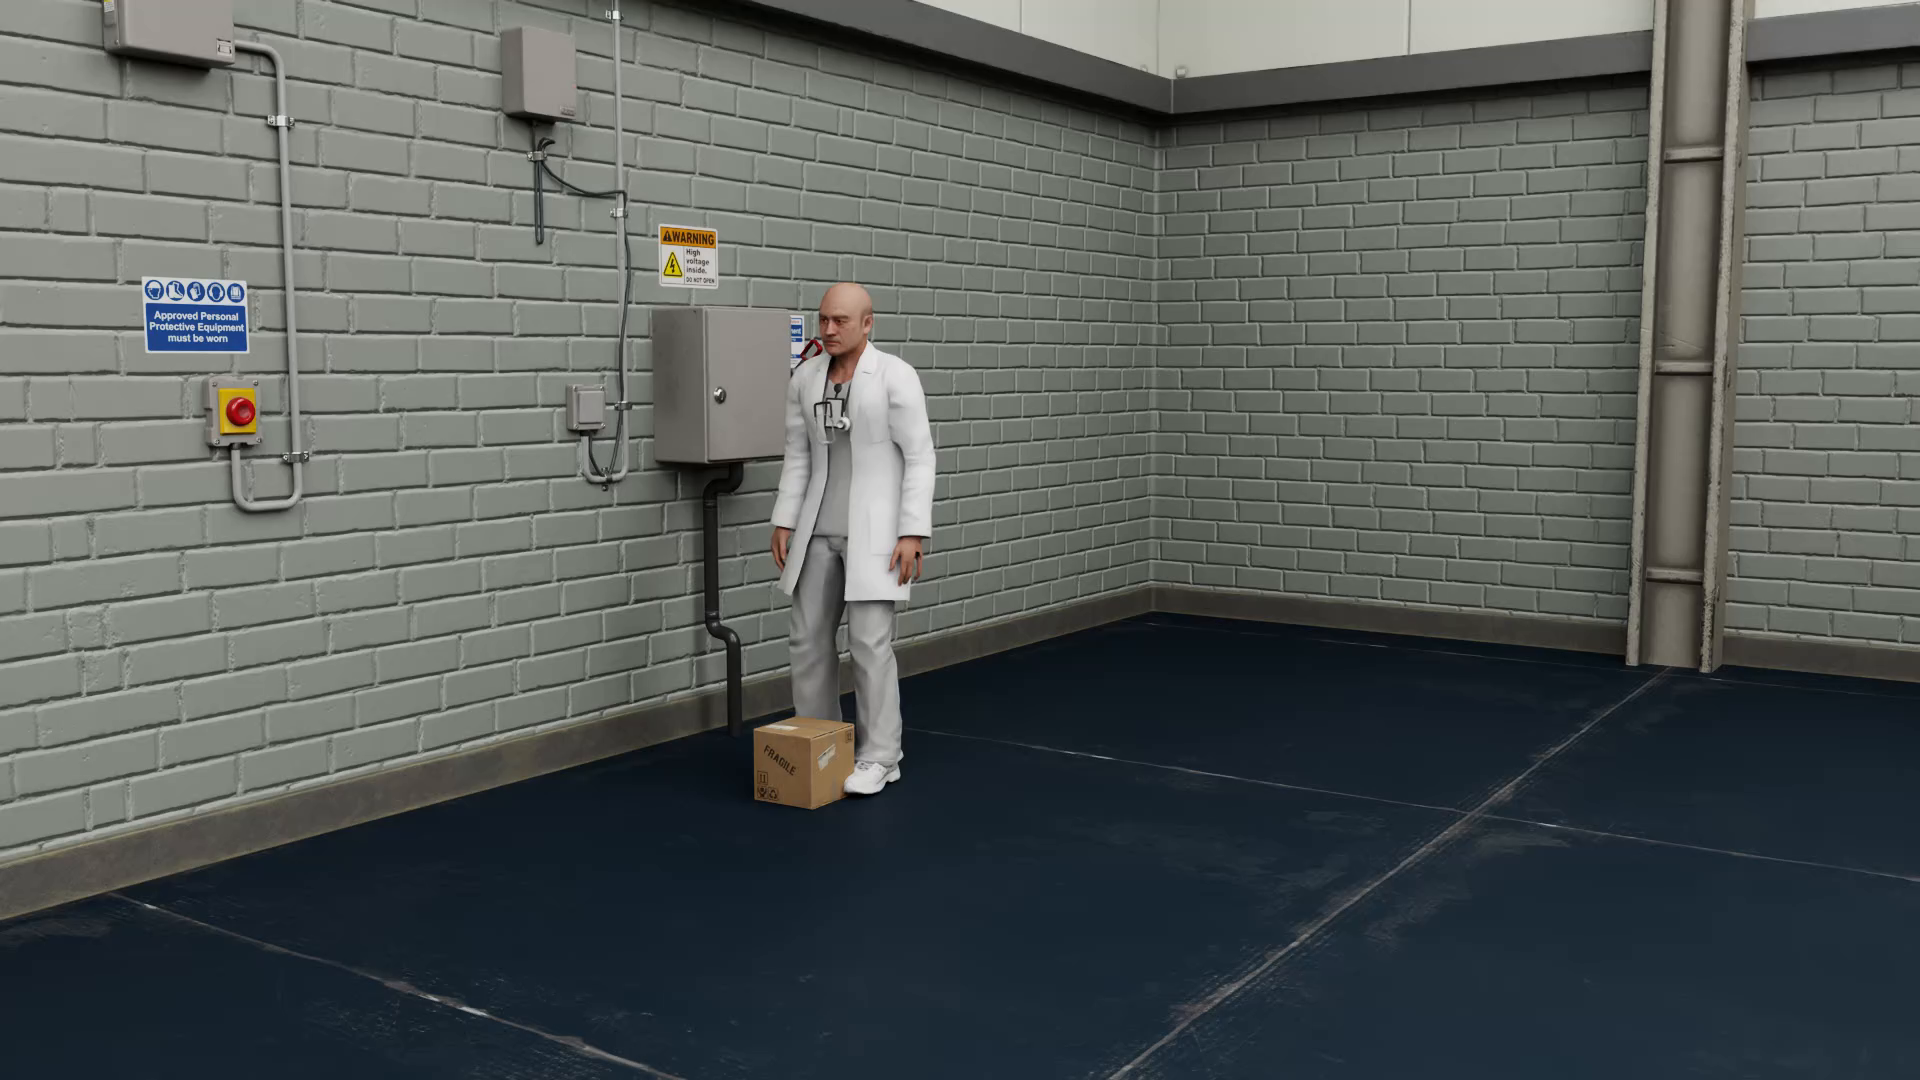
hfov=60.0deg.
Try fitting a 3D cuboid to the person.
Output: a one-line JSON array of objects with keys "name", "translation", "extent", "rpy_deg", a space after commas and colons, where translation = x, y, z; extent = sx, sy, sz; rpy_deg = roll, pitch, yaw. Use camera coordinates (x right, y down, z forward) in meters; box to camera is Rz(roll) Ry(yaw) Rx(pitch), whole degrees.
[{"name": "person", "translation": [-0.390, -0.012, 5.873], "extent": [0.652, 1.773, 0.427], "rpy_deg": [4, 7, 30]}]
